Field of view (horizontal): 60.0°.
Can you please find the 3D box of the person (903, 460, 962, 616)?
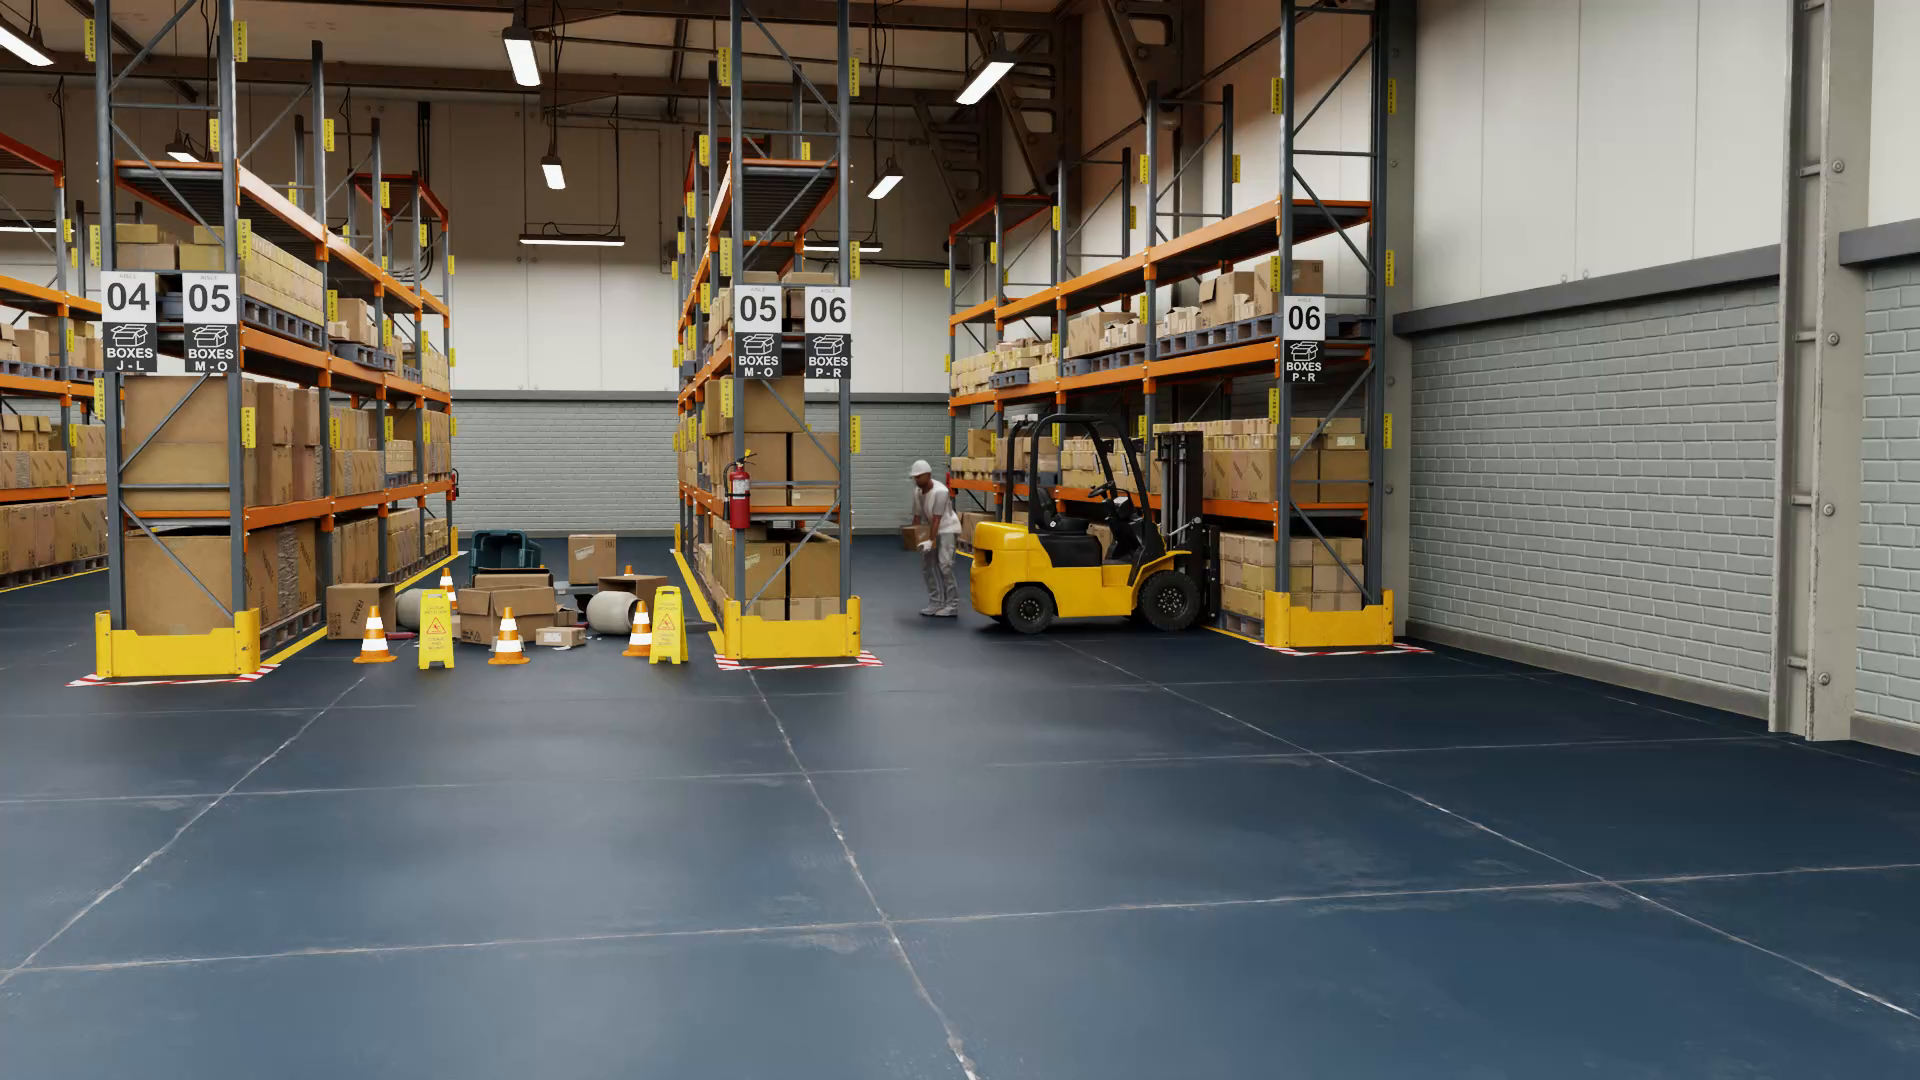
[{"bbox_3d":[-0.294,-0.020,18.060,0.657,1.697,0.481,-3,4,-41],"label":"person"}]
